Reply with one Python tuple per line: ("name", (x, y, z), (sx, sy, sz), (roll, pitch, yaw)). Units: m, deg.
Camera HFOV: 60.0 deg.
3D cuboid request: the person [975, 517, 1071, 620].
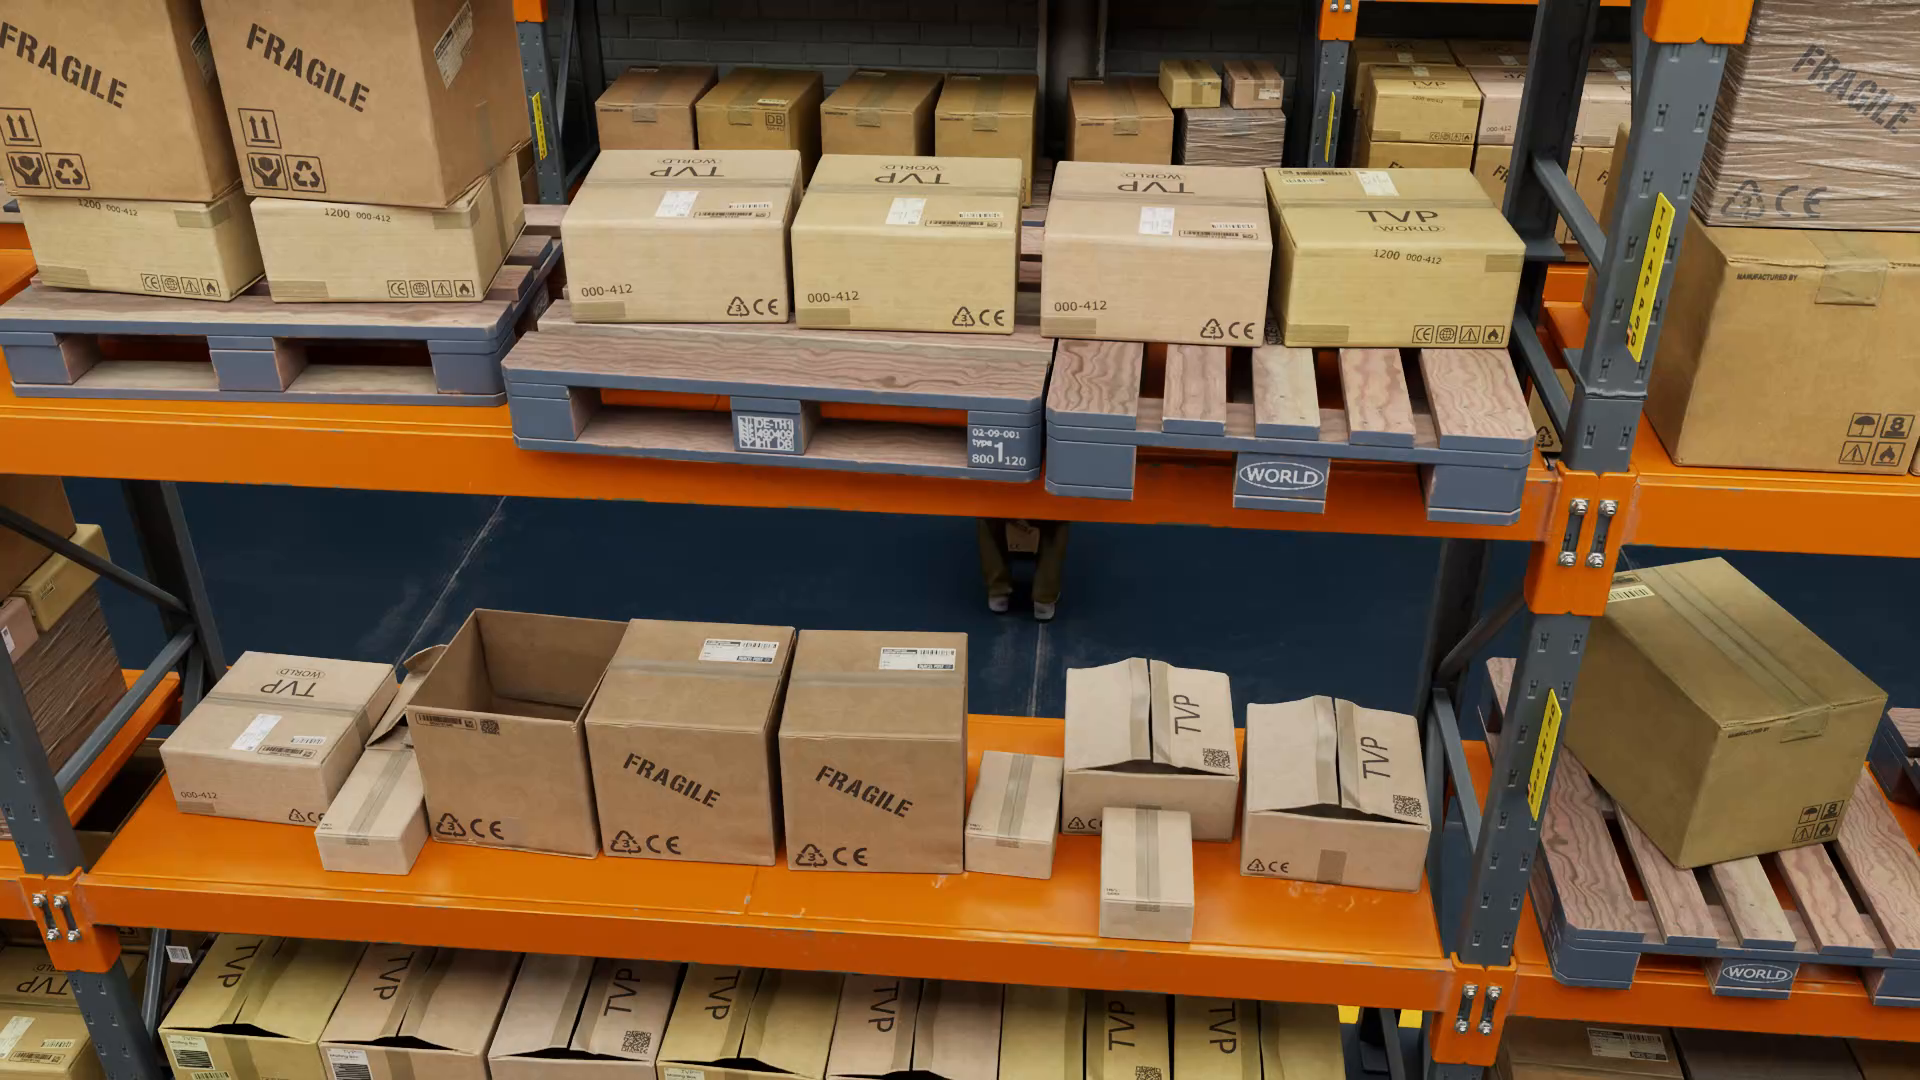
("person", (0.311, -0.206, 8.171), (0.583, 0.996, 0.942), (1, 32, 2))
